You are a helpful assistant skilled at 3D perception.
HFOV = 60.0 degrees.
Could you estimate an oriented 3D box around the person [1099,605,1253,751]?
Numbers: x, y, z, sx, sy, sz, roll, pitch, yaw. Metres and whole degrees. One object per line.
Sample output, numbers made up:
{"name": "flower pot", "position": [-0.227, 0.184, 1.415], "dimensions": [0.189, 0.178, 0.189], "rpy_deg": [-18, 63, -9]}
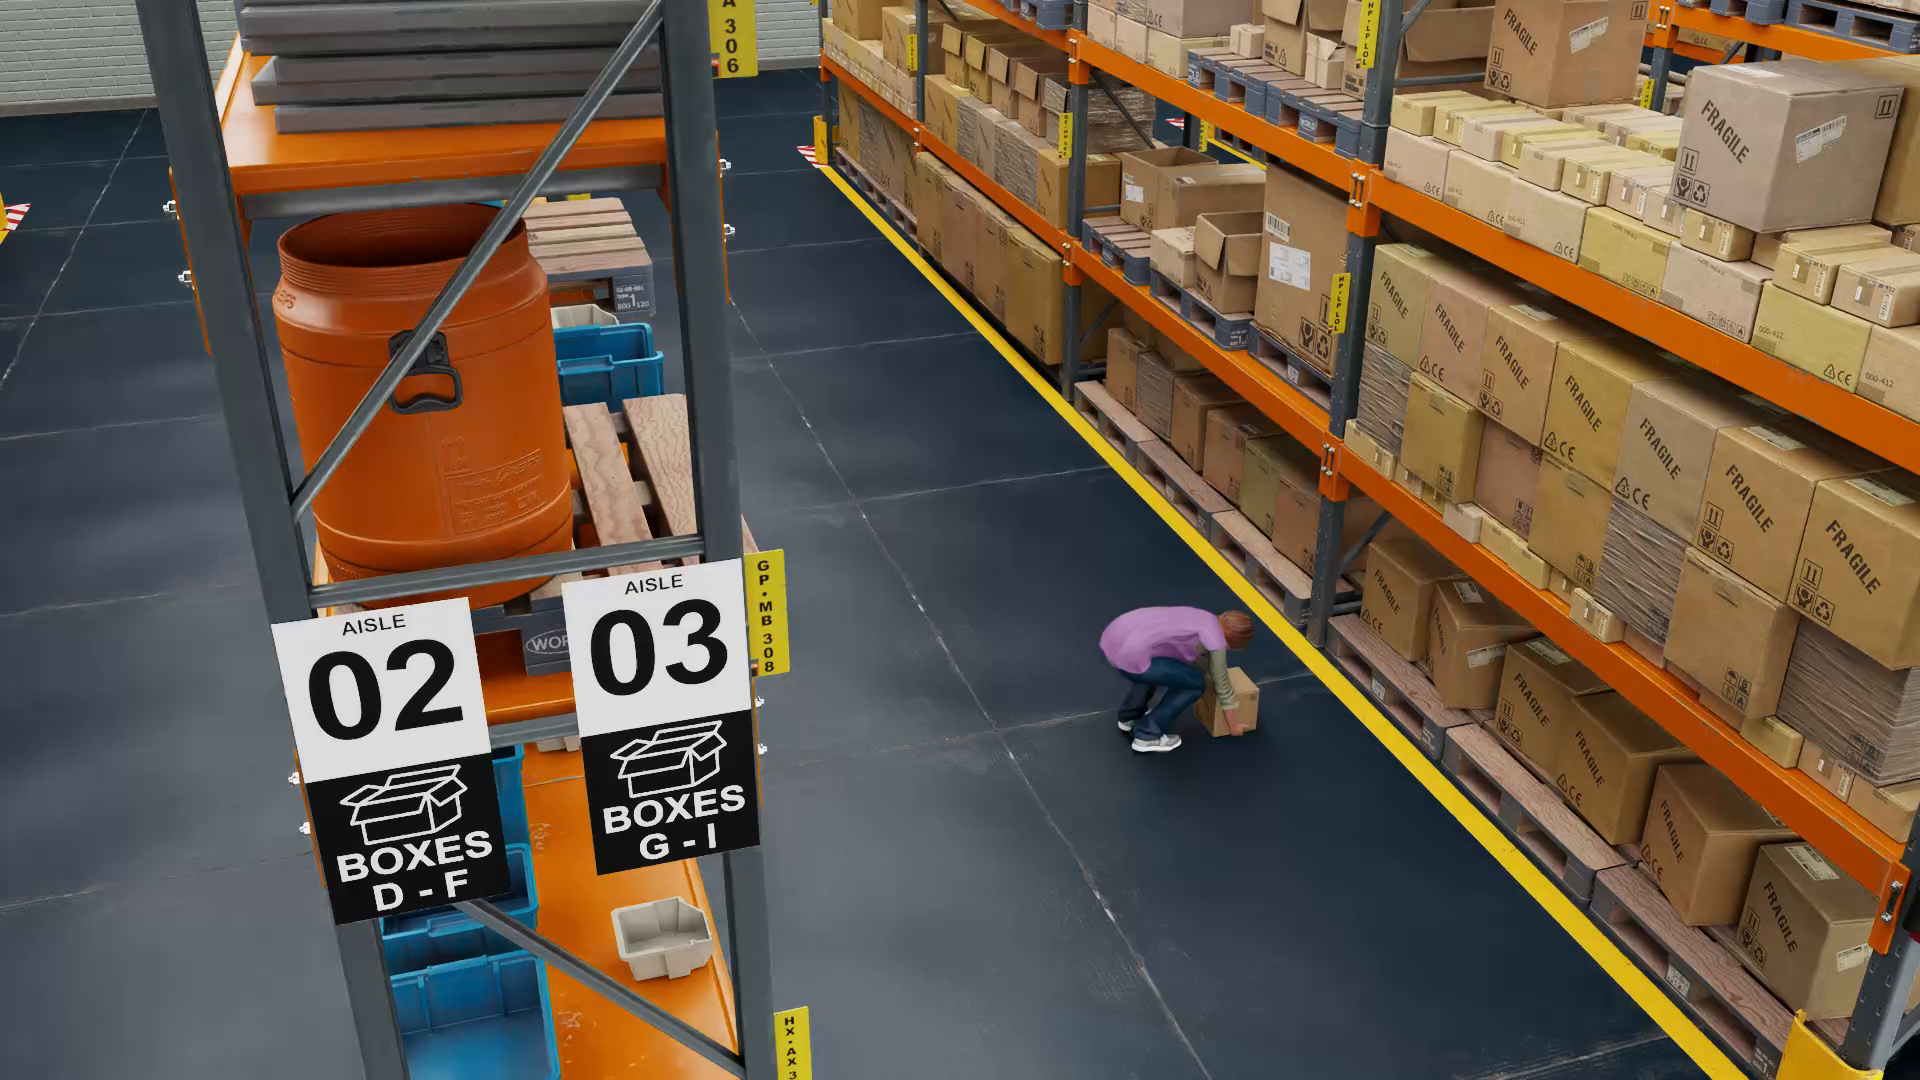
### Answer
{"name": "person", "position": [1.134, 0.685, 8.706], "dimensions": [0.870, 0.789, 0.431], "rpy_deg": [-9, 28, -18]}
